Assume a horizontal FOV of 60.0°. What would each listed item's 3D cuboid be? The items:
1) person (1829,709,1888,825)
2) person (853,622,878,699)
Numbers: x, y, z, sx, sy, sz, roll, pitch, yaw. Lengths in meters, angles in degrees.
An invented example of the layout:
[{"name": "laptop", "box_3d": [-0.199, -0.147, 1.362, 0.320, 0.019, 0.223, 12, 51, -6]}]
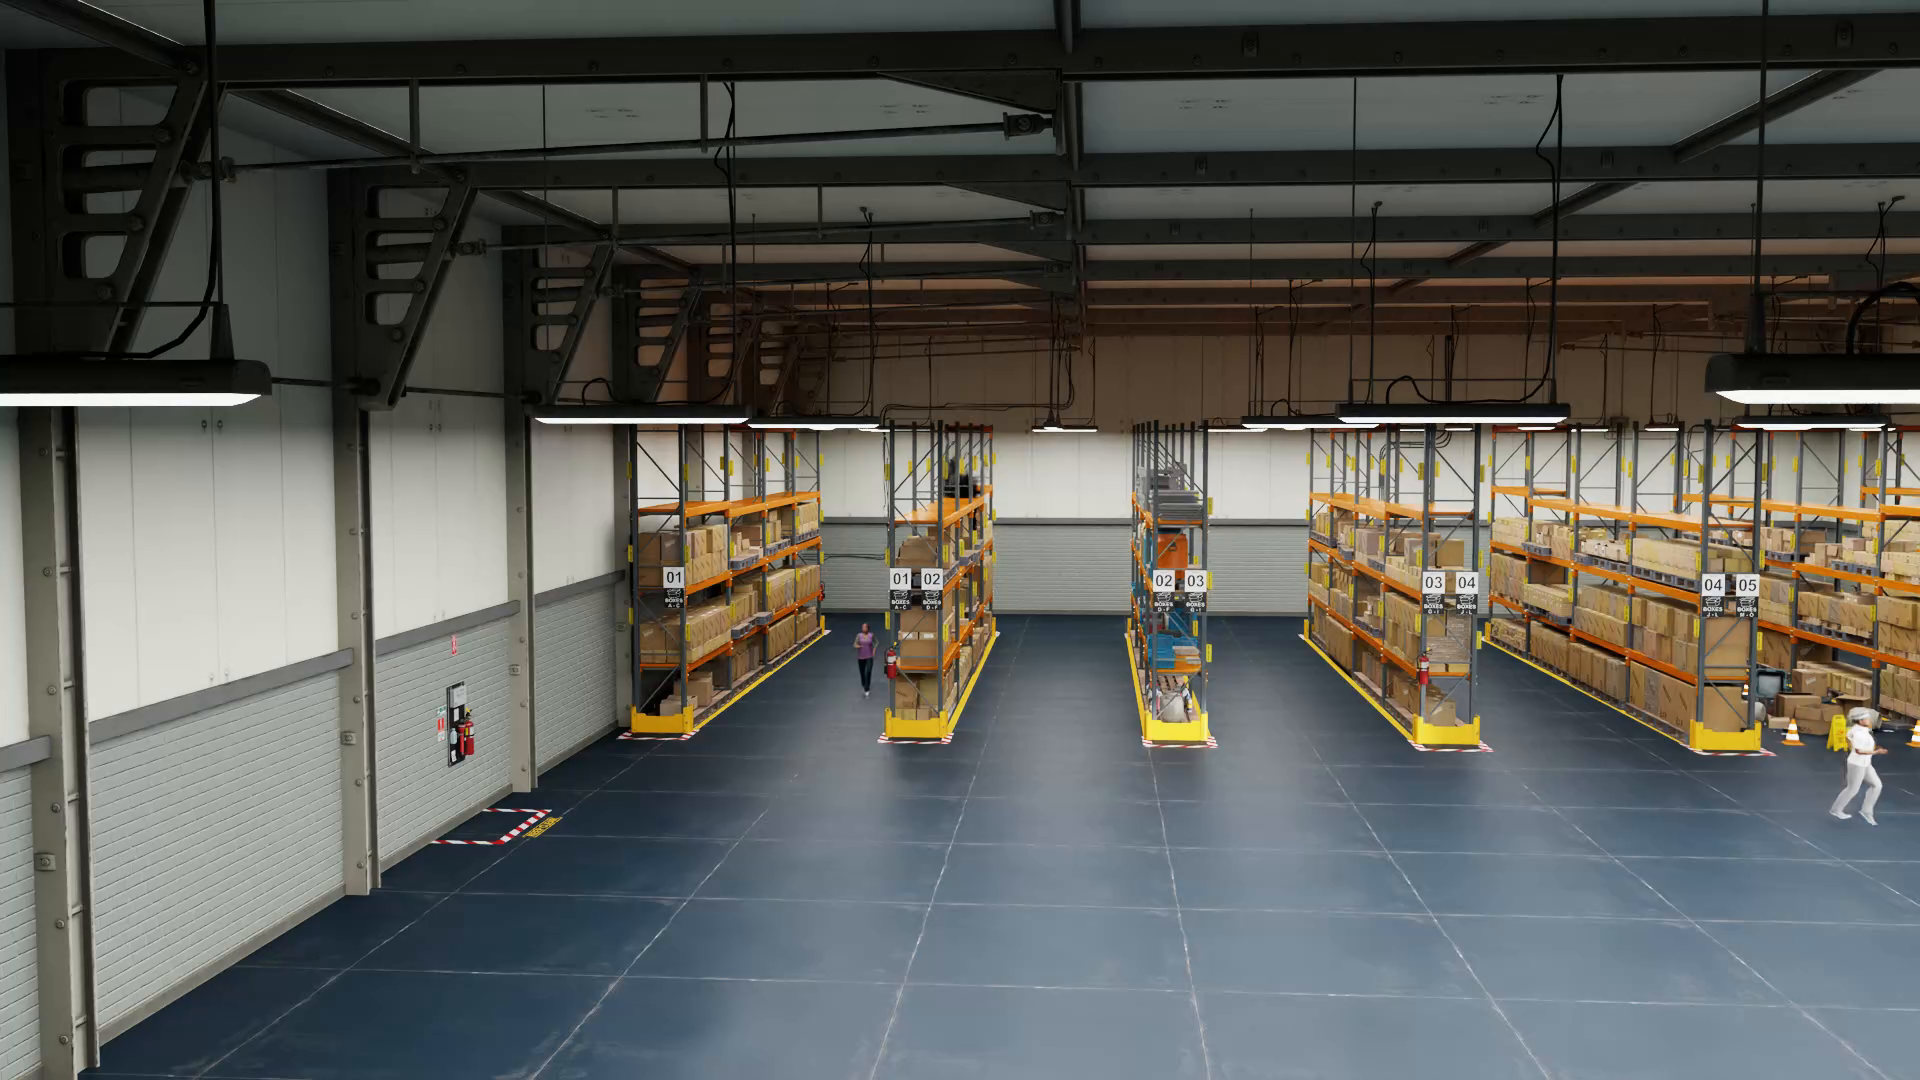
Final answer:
[{"name": "person", "box_3d": [13.228, 3.340, 24.454, 0.746, 1.751, 0.554, 3, 5, 39]}, {"name": "person", "box_3d": [-2.072, 2.615, 36.289, 0.514, 1.588, 0.799, 0, 4, 1]}]
